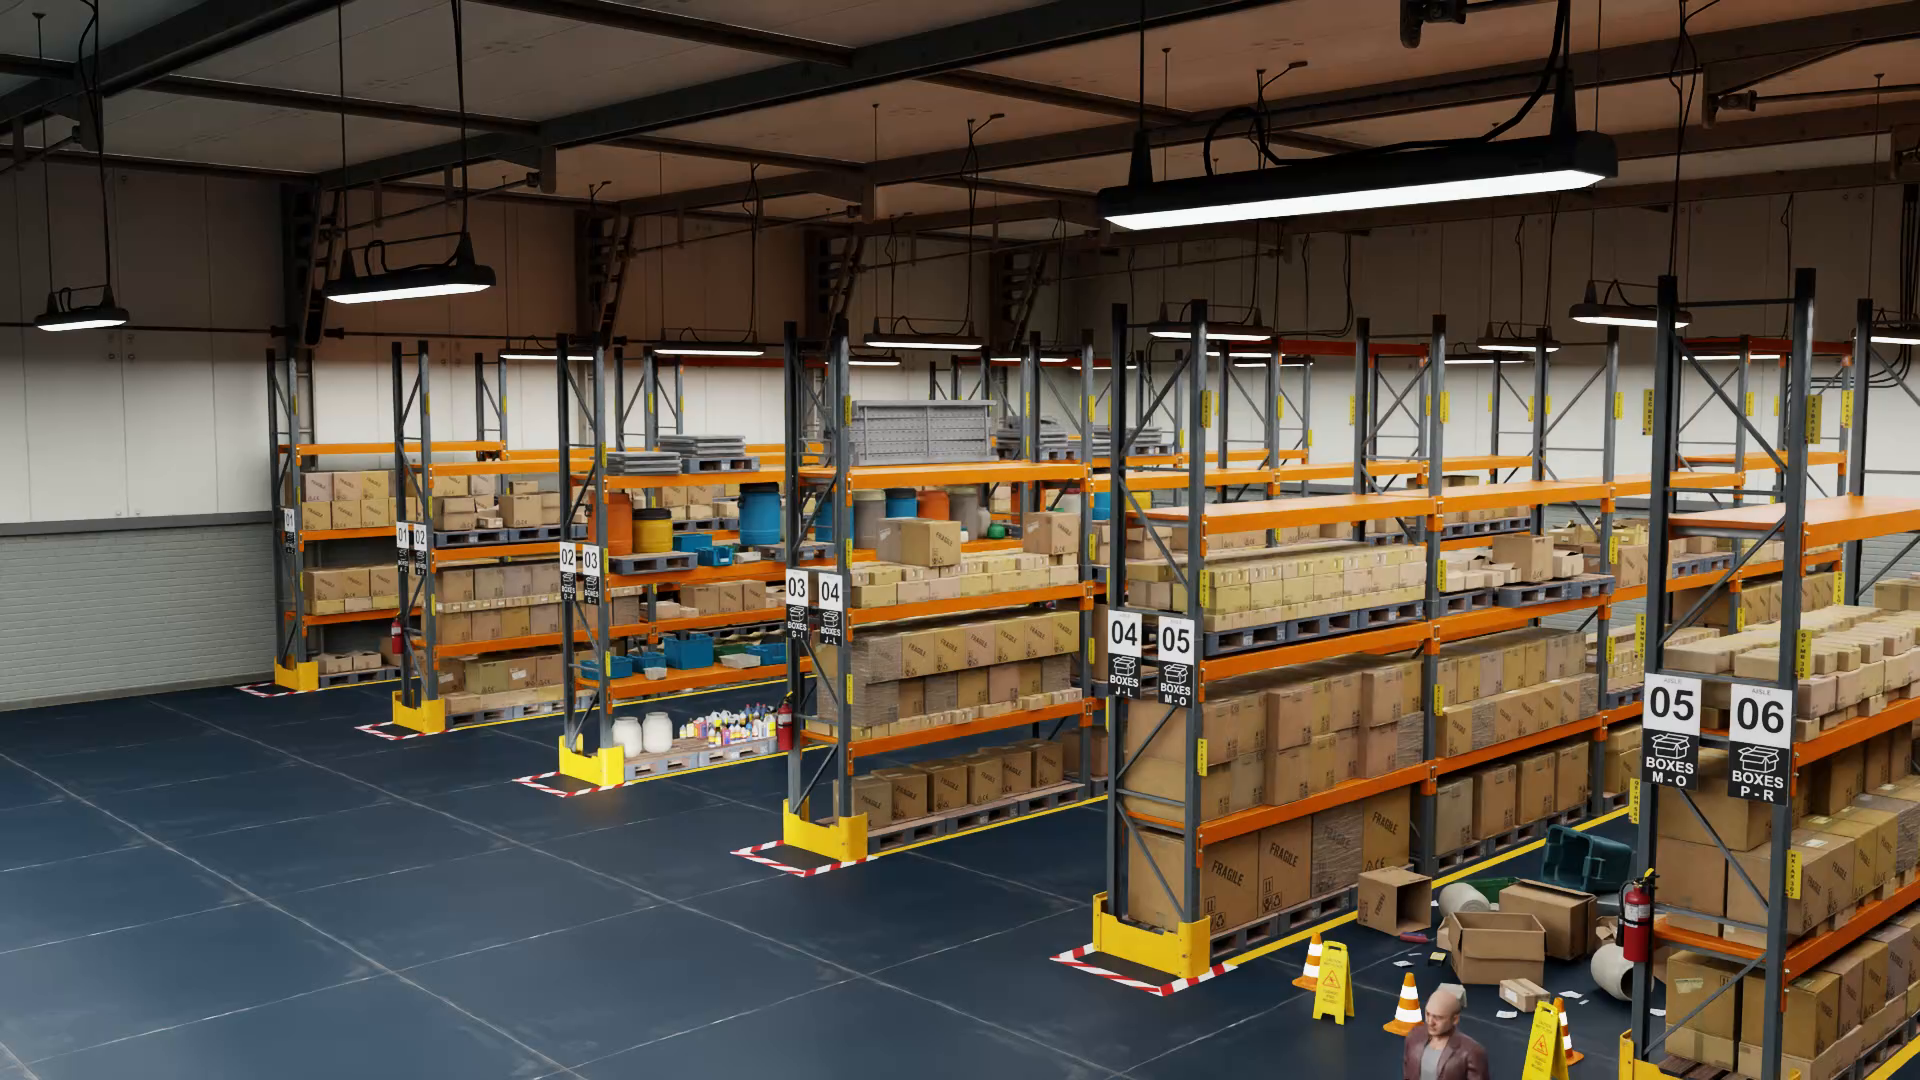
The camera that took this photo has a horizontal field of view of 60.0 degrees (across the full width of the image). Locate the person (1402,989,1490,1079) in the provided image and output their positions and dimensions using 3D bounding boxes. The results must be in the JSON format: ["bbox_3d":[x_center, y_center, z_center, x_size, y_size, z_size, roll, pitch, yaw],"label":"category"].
[{"bbox_3d":[2.752,3.484,9.505,0.588,1.854,0.629,-5,7,-42],"label":"person"}]
